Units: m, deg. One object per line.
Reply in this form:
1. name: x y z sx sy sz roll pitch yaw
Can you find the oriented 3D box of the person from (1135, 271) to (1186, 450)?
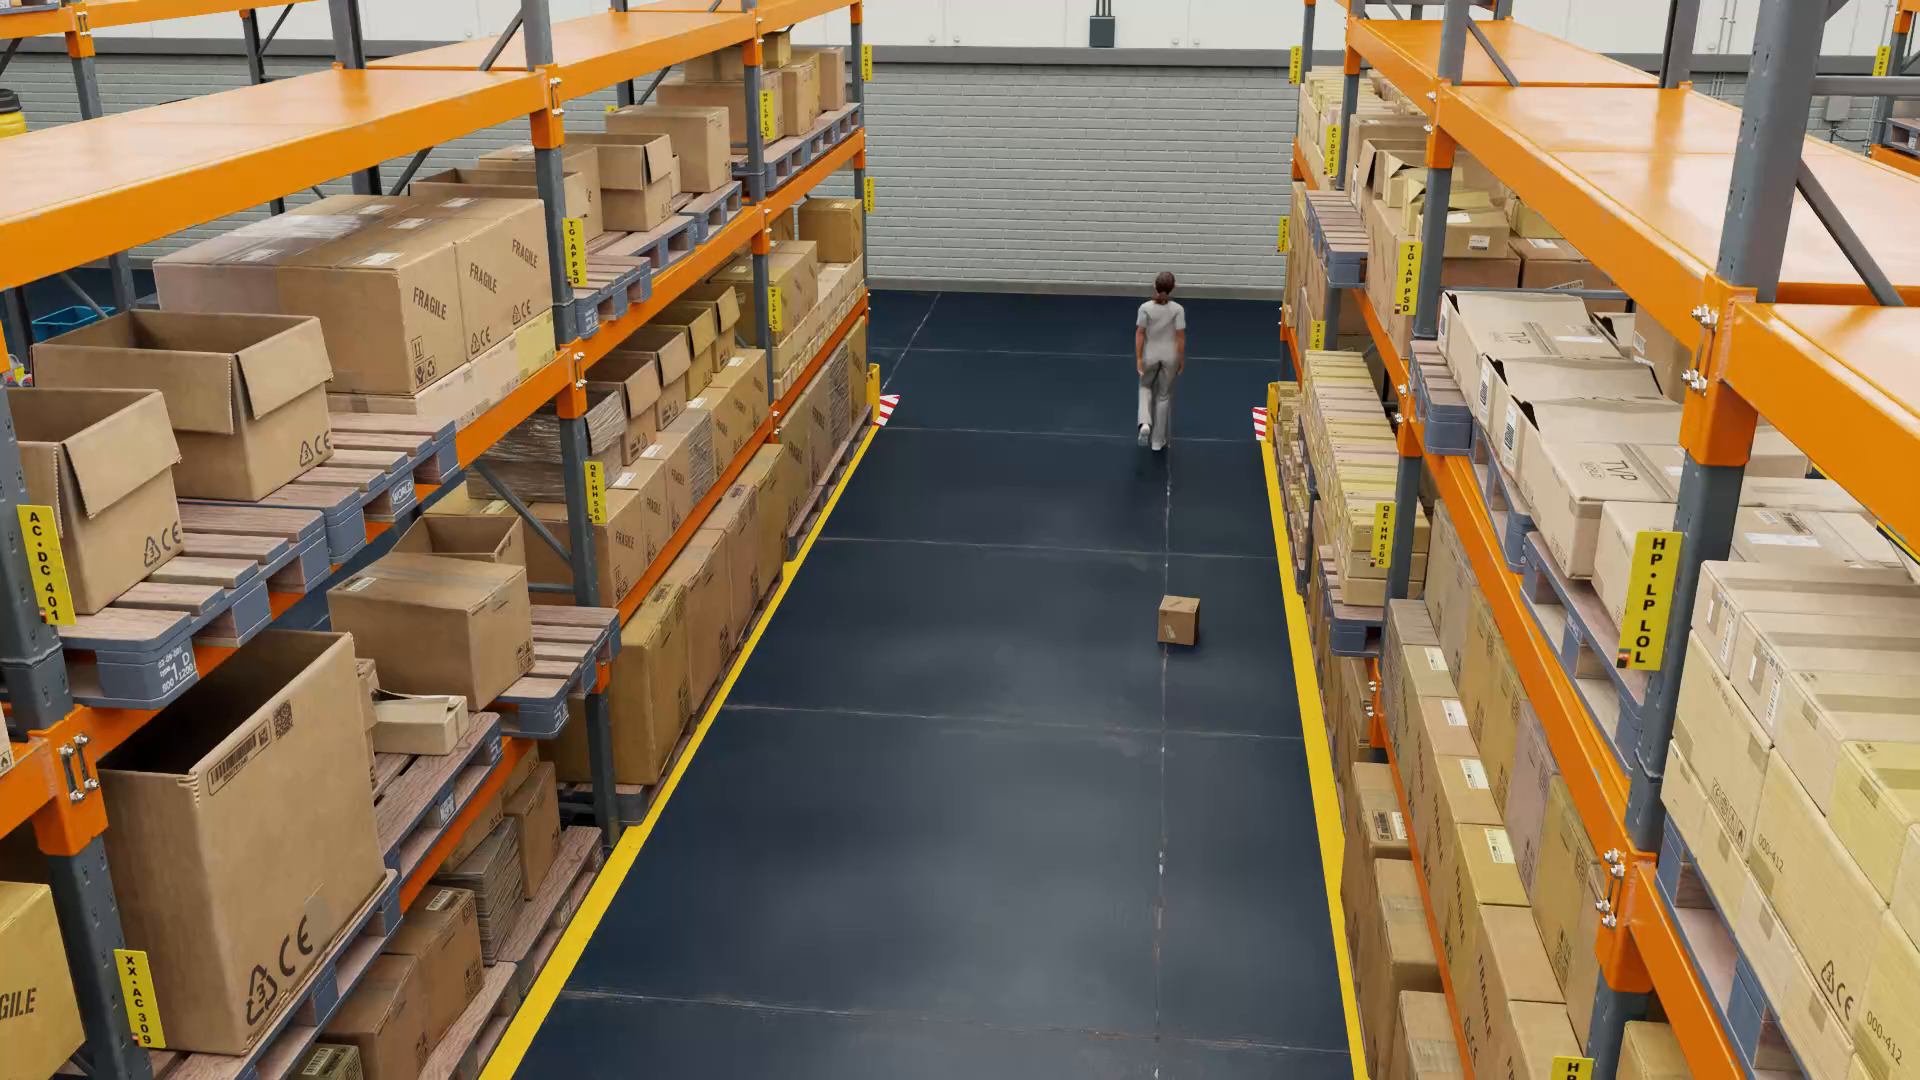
1. person: 1.841 -1.657 15.284 0.448 1.660 0.456 5 22 12
